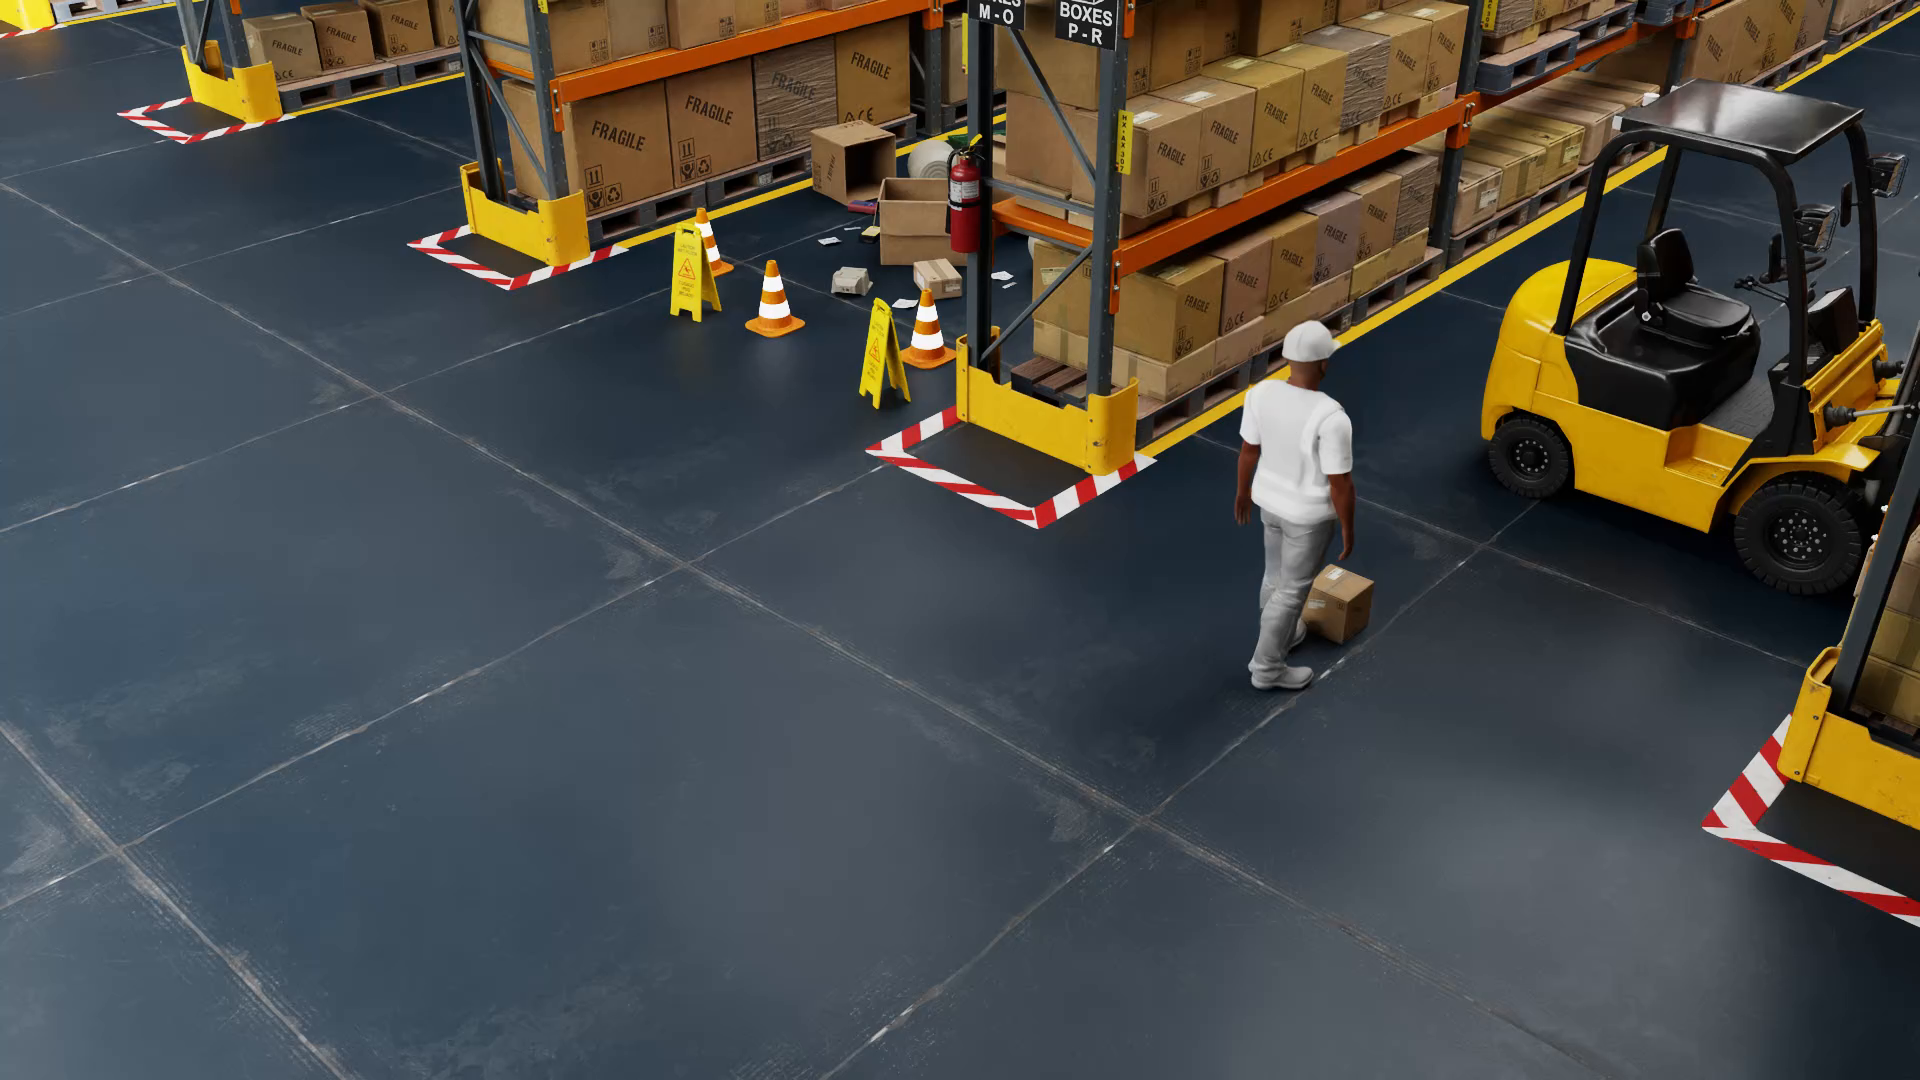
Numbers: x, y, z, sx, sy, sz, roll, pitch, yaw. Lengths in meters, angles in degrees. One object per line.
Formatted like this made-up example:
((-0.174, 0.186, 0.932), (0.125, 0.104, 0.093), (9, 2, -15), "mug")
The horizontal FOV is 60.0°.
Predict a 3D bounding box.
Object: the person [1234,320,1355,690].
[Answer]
((1.546, -0.158, 7.482), (0.548, 1.775, 0.597), (-21, 37, -31), "person")
